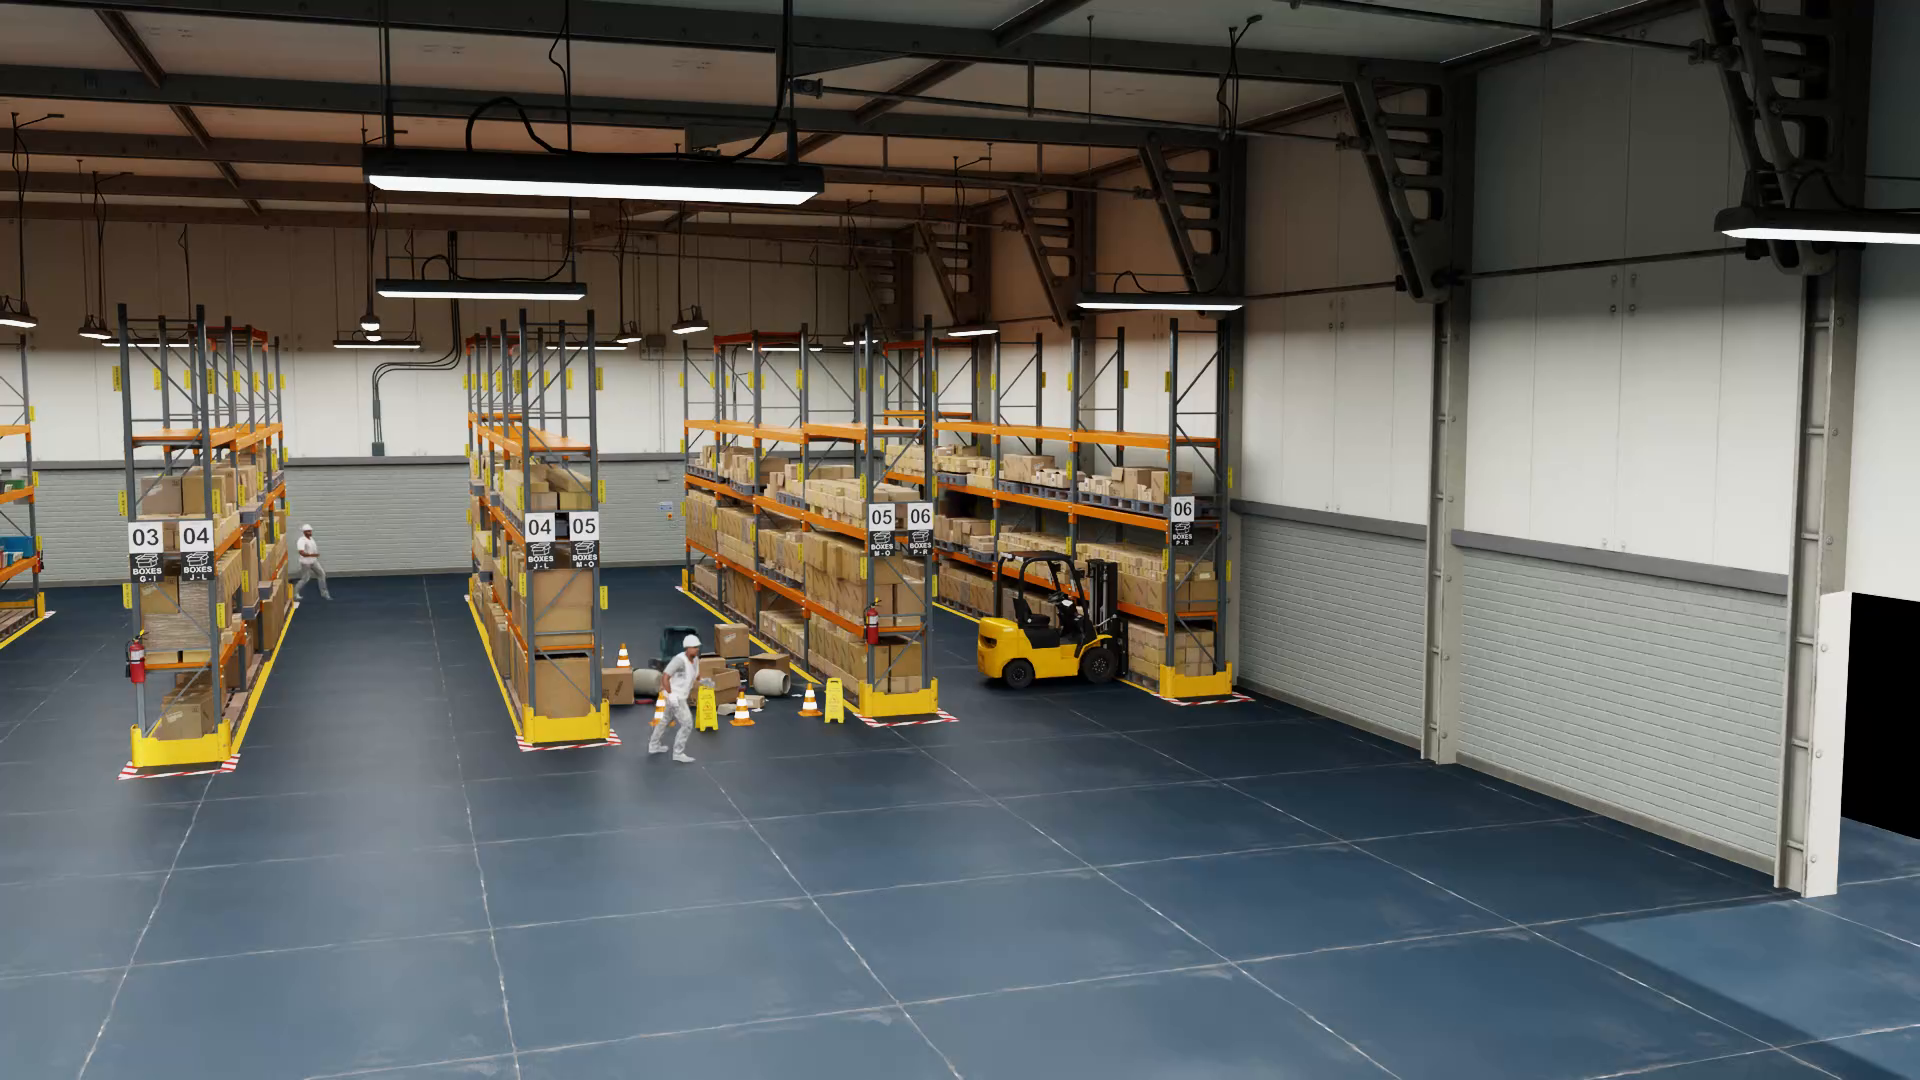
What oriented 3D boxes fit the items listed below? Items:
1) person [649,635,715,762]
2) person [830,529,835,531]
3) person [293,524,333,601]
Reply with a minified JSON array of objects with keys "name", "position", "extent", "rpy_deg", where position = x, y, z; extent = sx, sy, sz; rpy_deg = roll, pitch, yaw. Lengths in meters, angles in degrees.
[{"name":"person","position":[-3.712,2.082,22.037],"extent":[0.926,1.704,0.724],"rpy_deg":[0,5,2]},{"name":"person","position":[-2.710,0.474,35.517],"extent":[0.677,1.787,0.842],"rpy_deg":[-2,6,-22]},{"name":"person","position":[-14.852,0.535,37.927],"extent":[0.864,1.798,0.697],"rpy_deg":[1,5,6]}]
